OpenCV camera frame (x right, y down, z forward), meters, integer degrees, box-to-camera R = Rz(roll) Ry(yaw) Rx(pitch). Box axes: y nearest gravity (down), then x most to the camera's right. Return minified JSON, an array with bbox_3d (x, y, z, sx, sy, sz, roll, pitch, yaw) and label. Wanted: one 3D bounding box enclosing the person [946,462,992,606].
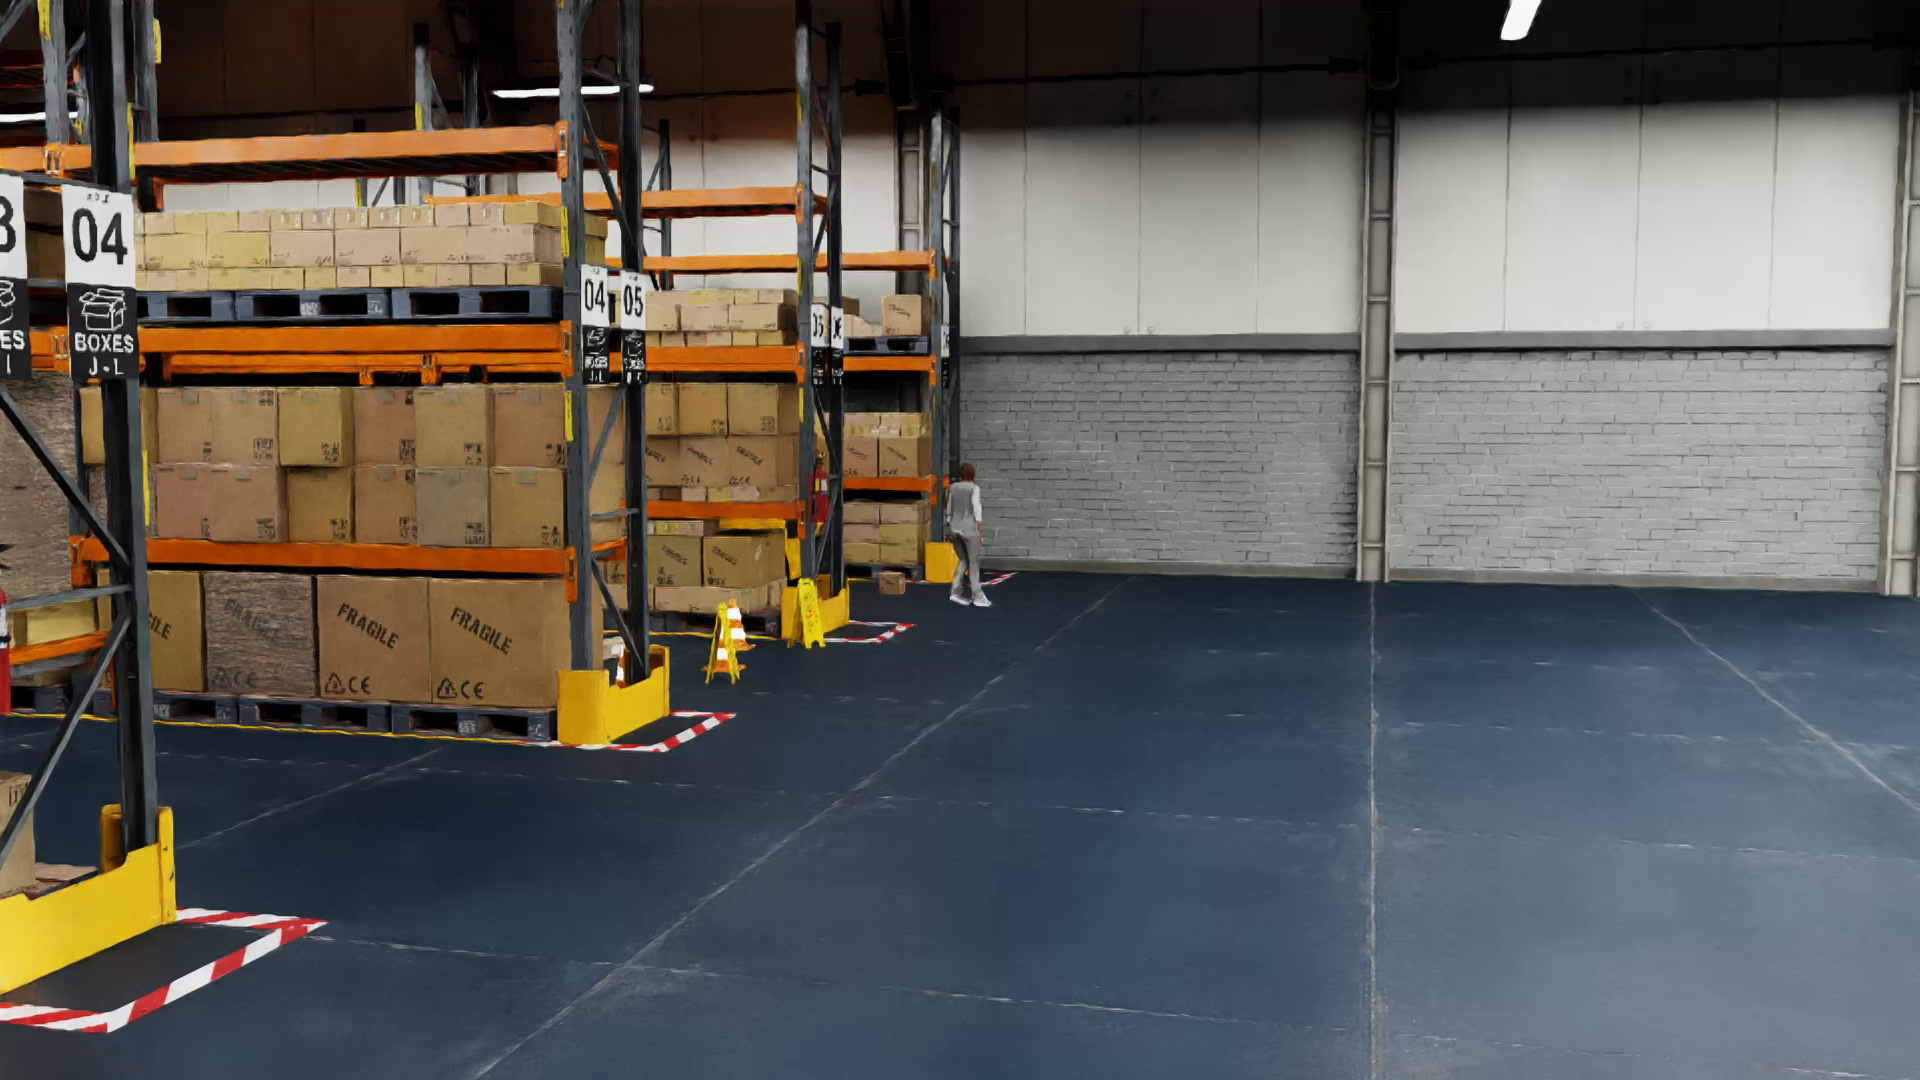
[{"bbox_3d":[0.069,-0.061,18.378,0.485,1.589,0.440,3,6,33],"label":"person"}]
